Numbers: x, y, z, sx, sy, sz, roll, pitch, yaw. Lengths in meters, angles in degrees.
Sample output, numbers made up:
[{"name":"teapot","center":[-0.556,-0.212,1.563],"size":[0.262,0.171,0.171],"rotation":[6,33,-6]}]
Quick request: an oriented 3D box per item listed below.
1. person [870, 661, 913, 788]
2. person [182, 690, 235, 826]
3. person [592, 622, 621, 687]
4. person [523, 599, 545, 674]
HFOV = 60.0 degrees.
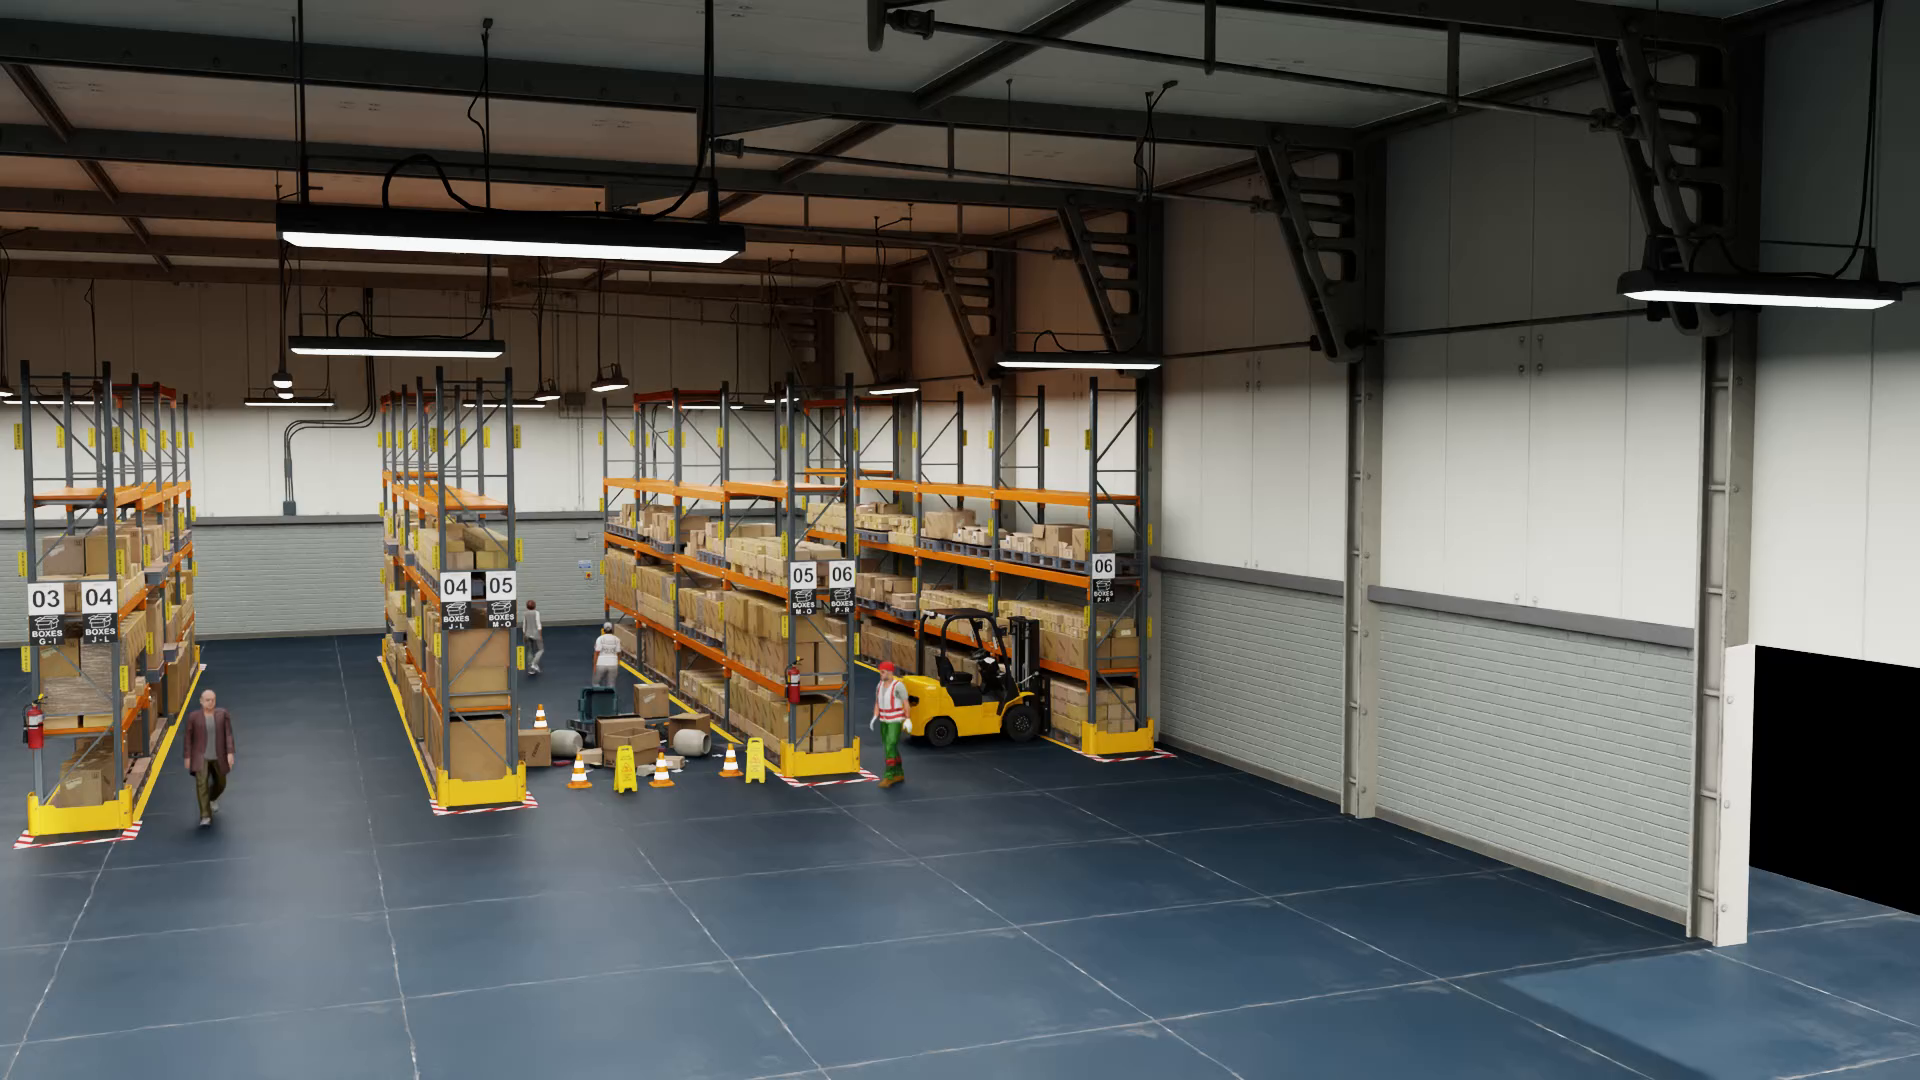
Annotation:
[{"name":"person","center":[-1.071,2.658,24.145],"size":[0.731,1.778,0.605],"rotation":[-3,5,-44]},{"name":"person","center":[-9.849,2.823,21.799],"size":[0.623,1.735,1.092],"rotation":[-2,4,-36]},{"name":"person","center":[-6.476,2.336,30.418],"size":[0.551,1.664,0.428],"rotation":[-2,4,-24]},{"name":"person","center":[-9.133,2.072,35.477],"size":[0.446,1.598,0.435],"rotation":[1,4,16]}]
